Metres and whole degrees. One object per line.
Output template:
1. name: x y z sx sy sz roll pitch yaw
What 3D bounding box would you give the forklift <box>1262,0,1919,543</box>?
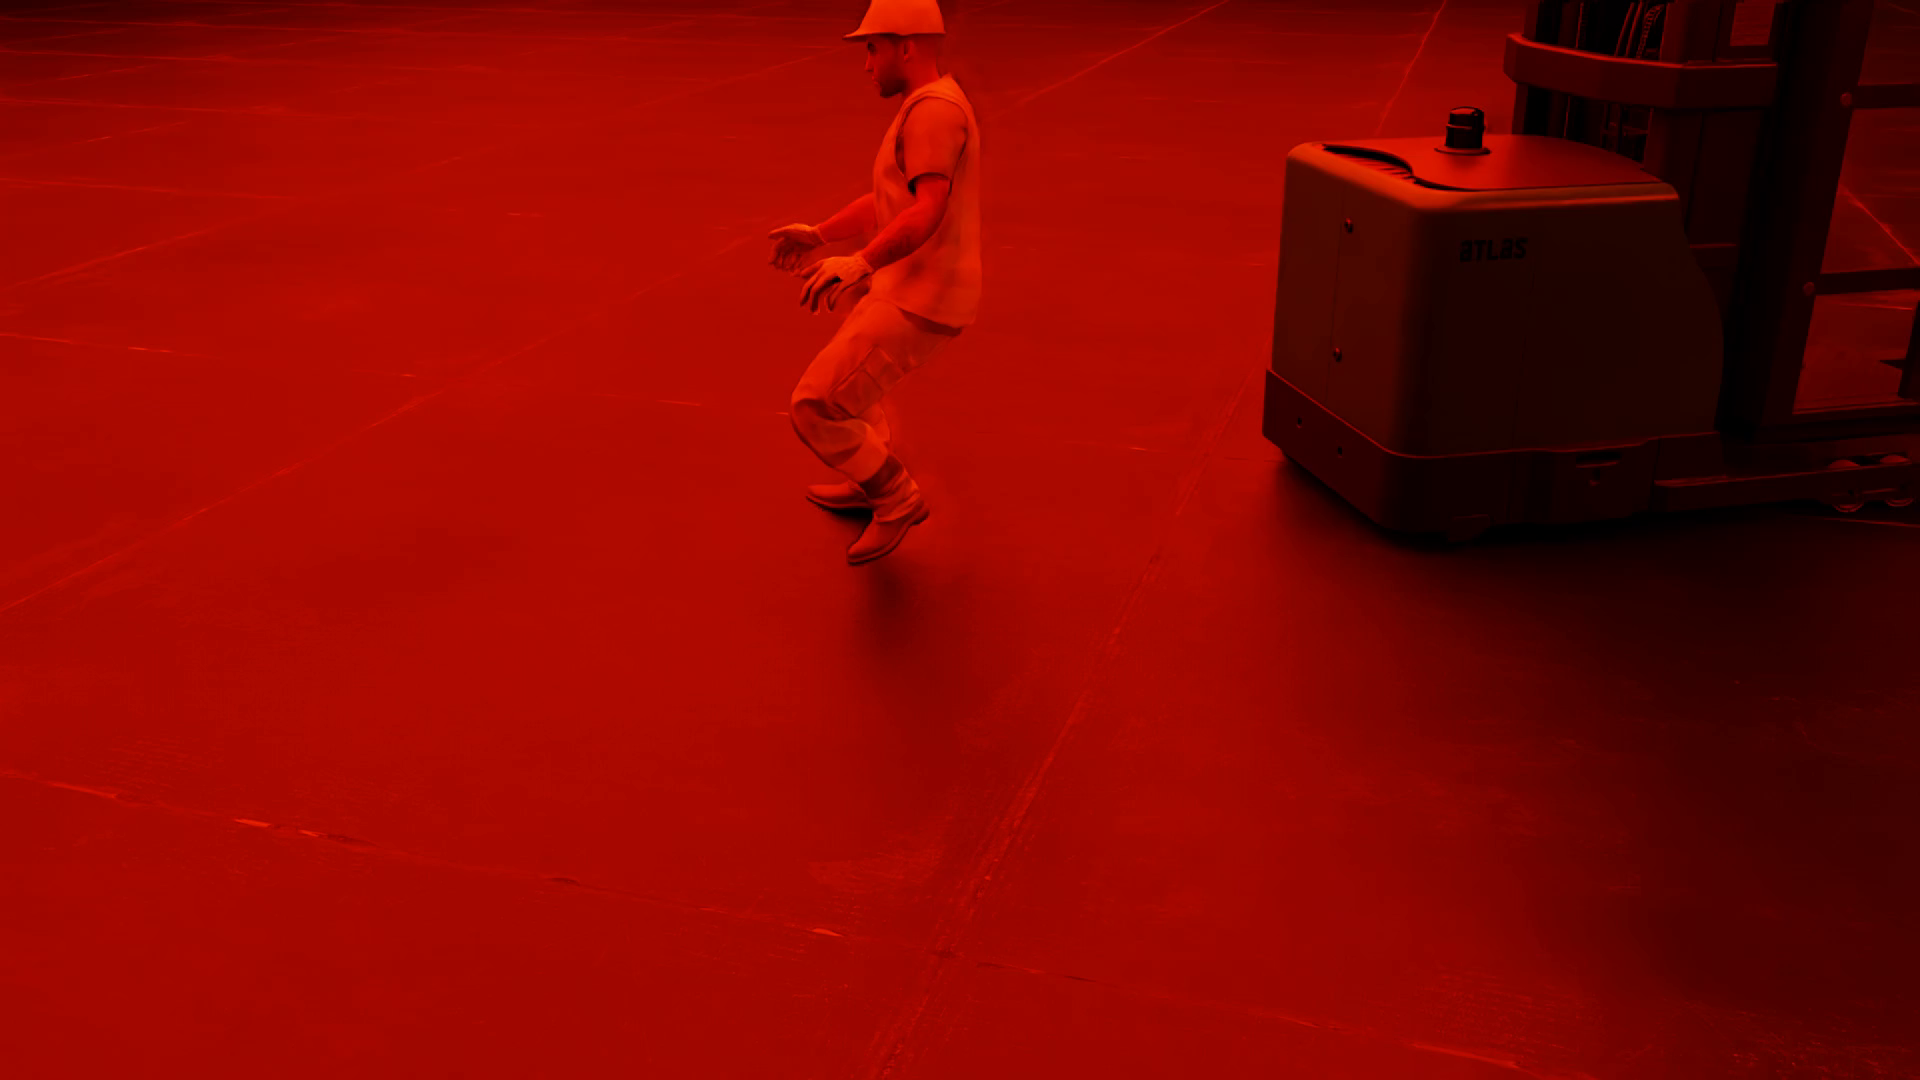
1. forklift: 2.633 -1.633 5.235 3.031 2.935 1.130 -5 23 -13

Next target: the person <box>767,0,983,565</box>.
1. person: -0.257 -0.713 4.732 0.632 1.624 0.907 -1 22 -2
